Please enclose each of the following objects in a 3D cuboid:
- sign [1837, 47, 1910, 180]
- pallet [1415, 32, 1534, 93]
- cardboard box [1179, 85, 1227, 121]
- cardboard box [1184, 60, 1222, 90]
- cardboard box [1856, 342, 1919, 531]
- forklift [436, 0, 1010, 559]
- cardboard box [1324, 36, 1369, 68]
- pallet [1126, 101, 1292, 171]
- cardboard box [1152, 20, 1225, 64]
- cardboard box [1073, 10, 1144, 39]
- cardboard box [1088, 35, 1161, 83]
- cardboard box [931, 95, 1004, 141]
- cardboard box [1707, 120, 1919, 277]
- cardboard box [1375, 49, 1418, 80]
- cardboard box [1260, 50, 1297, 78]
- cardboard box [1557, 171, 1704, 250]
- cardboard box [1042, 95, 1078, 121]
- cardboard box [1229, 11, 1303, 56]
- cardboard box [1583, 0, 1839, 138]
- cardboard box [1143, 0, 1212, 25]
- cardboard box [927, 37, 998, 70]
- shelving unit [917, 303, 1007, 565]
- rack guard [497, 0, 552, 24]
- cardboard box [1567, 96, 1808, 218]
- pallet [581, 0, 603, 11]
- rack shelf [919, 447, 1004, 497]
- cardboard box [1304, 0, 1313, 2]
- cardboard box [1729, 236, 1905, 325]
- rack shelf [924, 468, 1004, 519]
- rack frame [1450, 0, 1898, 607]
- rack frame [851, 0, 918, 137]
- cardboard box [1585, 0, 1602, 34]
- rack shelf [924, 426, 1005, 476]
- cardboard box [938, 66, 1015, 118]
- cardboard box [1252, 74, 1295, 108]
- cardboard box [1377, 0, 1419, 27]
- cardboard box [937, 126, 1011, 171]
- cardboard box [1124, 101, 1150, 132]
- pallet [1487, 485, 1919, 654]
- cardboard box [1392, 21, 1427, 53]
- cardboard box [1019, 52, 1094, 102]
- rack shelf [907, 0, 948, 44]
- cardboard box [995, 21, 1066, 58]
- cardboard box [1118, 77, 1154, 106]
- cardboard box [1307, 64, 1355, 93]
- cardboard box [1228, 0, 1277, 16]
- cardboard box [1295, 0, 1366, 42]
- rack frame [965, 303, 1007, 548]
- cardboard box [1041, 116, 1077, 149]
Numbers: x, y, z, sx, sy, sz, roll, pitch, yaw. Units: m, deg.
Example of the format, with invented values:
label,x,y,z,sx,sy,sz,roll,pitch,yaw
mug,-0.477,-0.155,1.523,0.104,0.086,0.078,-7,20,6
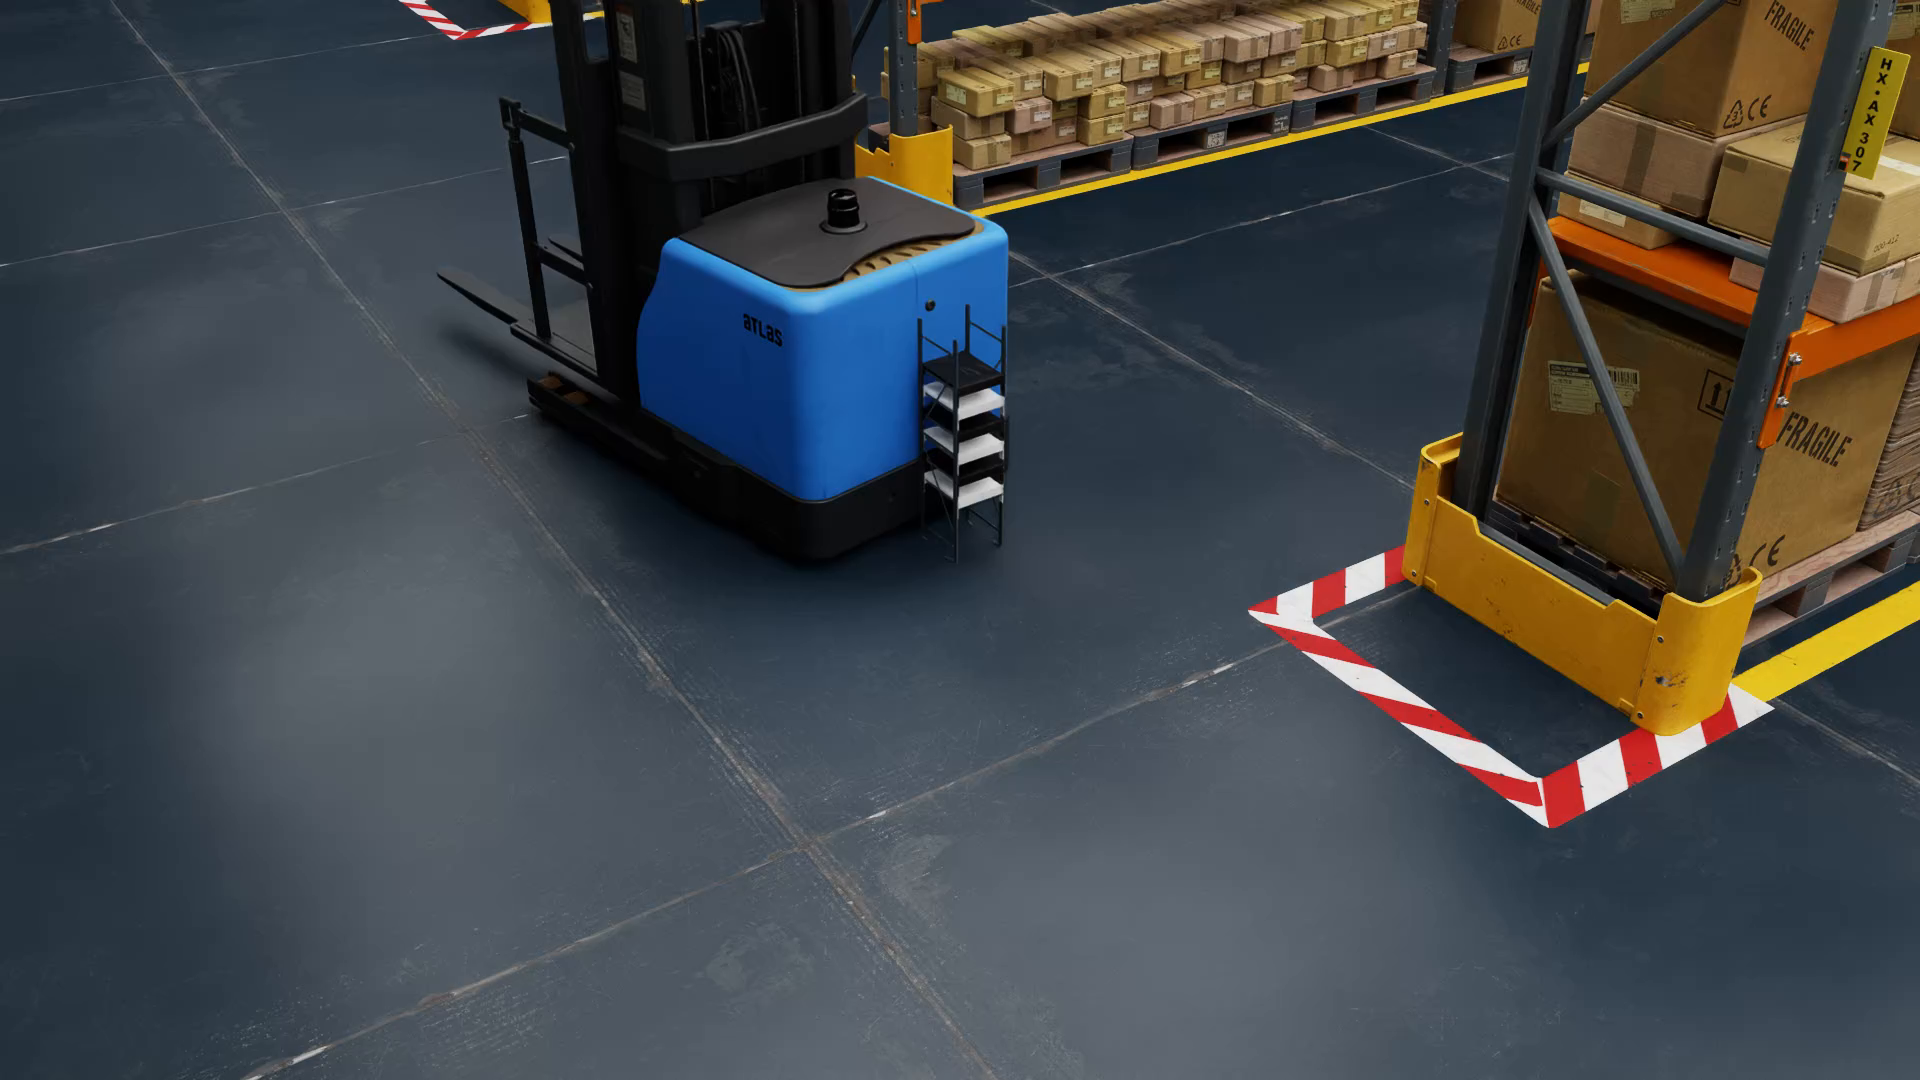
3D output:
label,x,y,z,sx,sy,sz,roll,pitch,yaw
sign,2.360,-1.101,4.299,0.005,0.325,0.100,-19,37,-27
pallet,3.478,-3.408,11.455,1.213,0.211,1.003,-19,37,-27
cardboard box,1.369,-2.638,9.900,0.250,0.149,0.380,-19,37,-27
cardboard box,1.344,-2.819,9.907,0.250,0.149,0.380,-17,36,-25
cardboard box,3.324,-0.715,6.170,0.875,0.875,0.875,-19,37,-27
forklift,-1.188,-1.861,6.454,1.130,2.935,3.031,-27,41,-36
cardboard box,2.295,-3.057,10.284,0.250,0.149,0.380,-20,38,-29
pallet,1.252,-2.618,10.202,1.213,0.211,1.003,-19,37,-27
cardboard box,1.341,-2.933,9.809,0.250,0.149,0.380,-19,37,-27
cardboard box,0.890,-3.050,9.994,0.250,0.149,0.380,-20,38,-29
cardboard box,0.936,-2.762,9.538,0.250,0.149,0.380,-17,36,-25
cardboard box,0.041,-2.340,9.147,0.250,0.149,0.380,-17,36,-25
cardboard box,2.614,-1.032,4.937,0.500,0.250,0.500,-20,37,-28
cardboard box,2.679,-3.068,10.580,0.250,0.149,0.380,-18,37,-27
cardboard box,1.828,-2.946,10.108,0.250,0.149,0.380,-18,36,-26
cardboard box,2.185,-1.096,5.412,0.250,0.149,0.380,-18,37,-26
cardboard box,0.460,-2.504,9.407,0.250,0.149,0.380,-18,37,-27
cardboard box,1.829,-3.039,9.977,0.250,0.149,0.380,-21,38,-30
cardboard box,2.331,-1.590,5.119,0.500,0.500,0.500,-18,37,-27
cardboard box,1.323,-3.192,10.220,0.250,0.149,0.380,-21,38,-29
cardboard box,0.012,-2.743,9.507,0.250,0.149,0.380,-18,37,-26
shelving unit,0.006,-0.374,5.999,0.210,0.900,0.258,-20,38,-29
rack guard,-3.325,-4.332,12.649,0.348,0.500,1.175,-19,37,-27
cardboard box,2.328,-1.274,5.319,0.500,0.250,0.500,-20,37,-28
pallet,-2.675,-4.483,13.159,1.213,0.211,1.003,-19,37,-27
rack shelf,0.006,-0.269,6.065,0.200,0.077,0.258,-20,38,-29
cardboard box,2.159,-3.526,10.748,0.250,0.149,0.380,-17,36,-25
cardboard box,2.542,-0.801,4.943,0.250,0.149,0.380,-19,37,-27
rack shelf,0.006,-0.193,6.113,0.200,0.077,0.258,-20,38,-29
rack frame,2.064,-0.952,4.948,0.127,3.000,1.000,-19,37,-27
rack frame,-0.538,-3.206,8.520,0.127,3.000,1.000,-19,37,-27
cardboard box,4.032,-3.731,11.302,0.500,0.500,0.500,-17,36,-25
rack shelf,0.006,-0.345,6.016,0.200,0.077,0.258,-20,38,-29
cardboard box,0.086,-2.428,9.009,0.250,0.149,0.380,-21,38,-29
cardboard box,1.809,-2.768,10.105,0.250,0.149,0.380,-19,37,-27
cardboard box,2.666,-3.366,10.495,0.250,0.149,0.380,-18,36,-26
cardboard box,0.076,-2.185,9.181,0.250,0.149,0.380,-18,37,-26
cardboard box,0.893,-2.514,9.702,0.250,0.149,0.380,-19,37,-27
pallet,2.694,-0.039,6.114,1.213,0.211,1.003,-19,37,-27
cardboard box,2.731,-3.226,10.552,0.250,0.149,0.380,-18,37,-26
cardboard box,0.534,-2.577,9.245,0.250,0.149,0.380,-19,37,-27
rack shelf,1.143,-3.479,9.629,4.000,0.370,1.077,-19,37,-27
cardboard box,0.413,-2.921,9.790,0.250,0.149,0.380,-21,38,-29
cardboard box,0.906,-2.649,9.637,0.250,0.149,0.380,-21,38,-29
cardboard box,2.228,-2.925,10.353,0.250,0.149,0.380,-20,38,-29
cardboard box,1.766,-3.345,10.462,0.250,0.149,0.380,-20,37,-28
cardboard box,2.267,-3.199,10.231,0.250,0.149,0.380,-19,37,-28
rack frame,0.089,-0.404,6.047,0.006,0.900,0.240,-20,38,-29
cardboard box,0.456,-2.373,9.478,0.250,0.149,0.380,-19,37,-27
